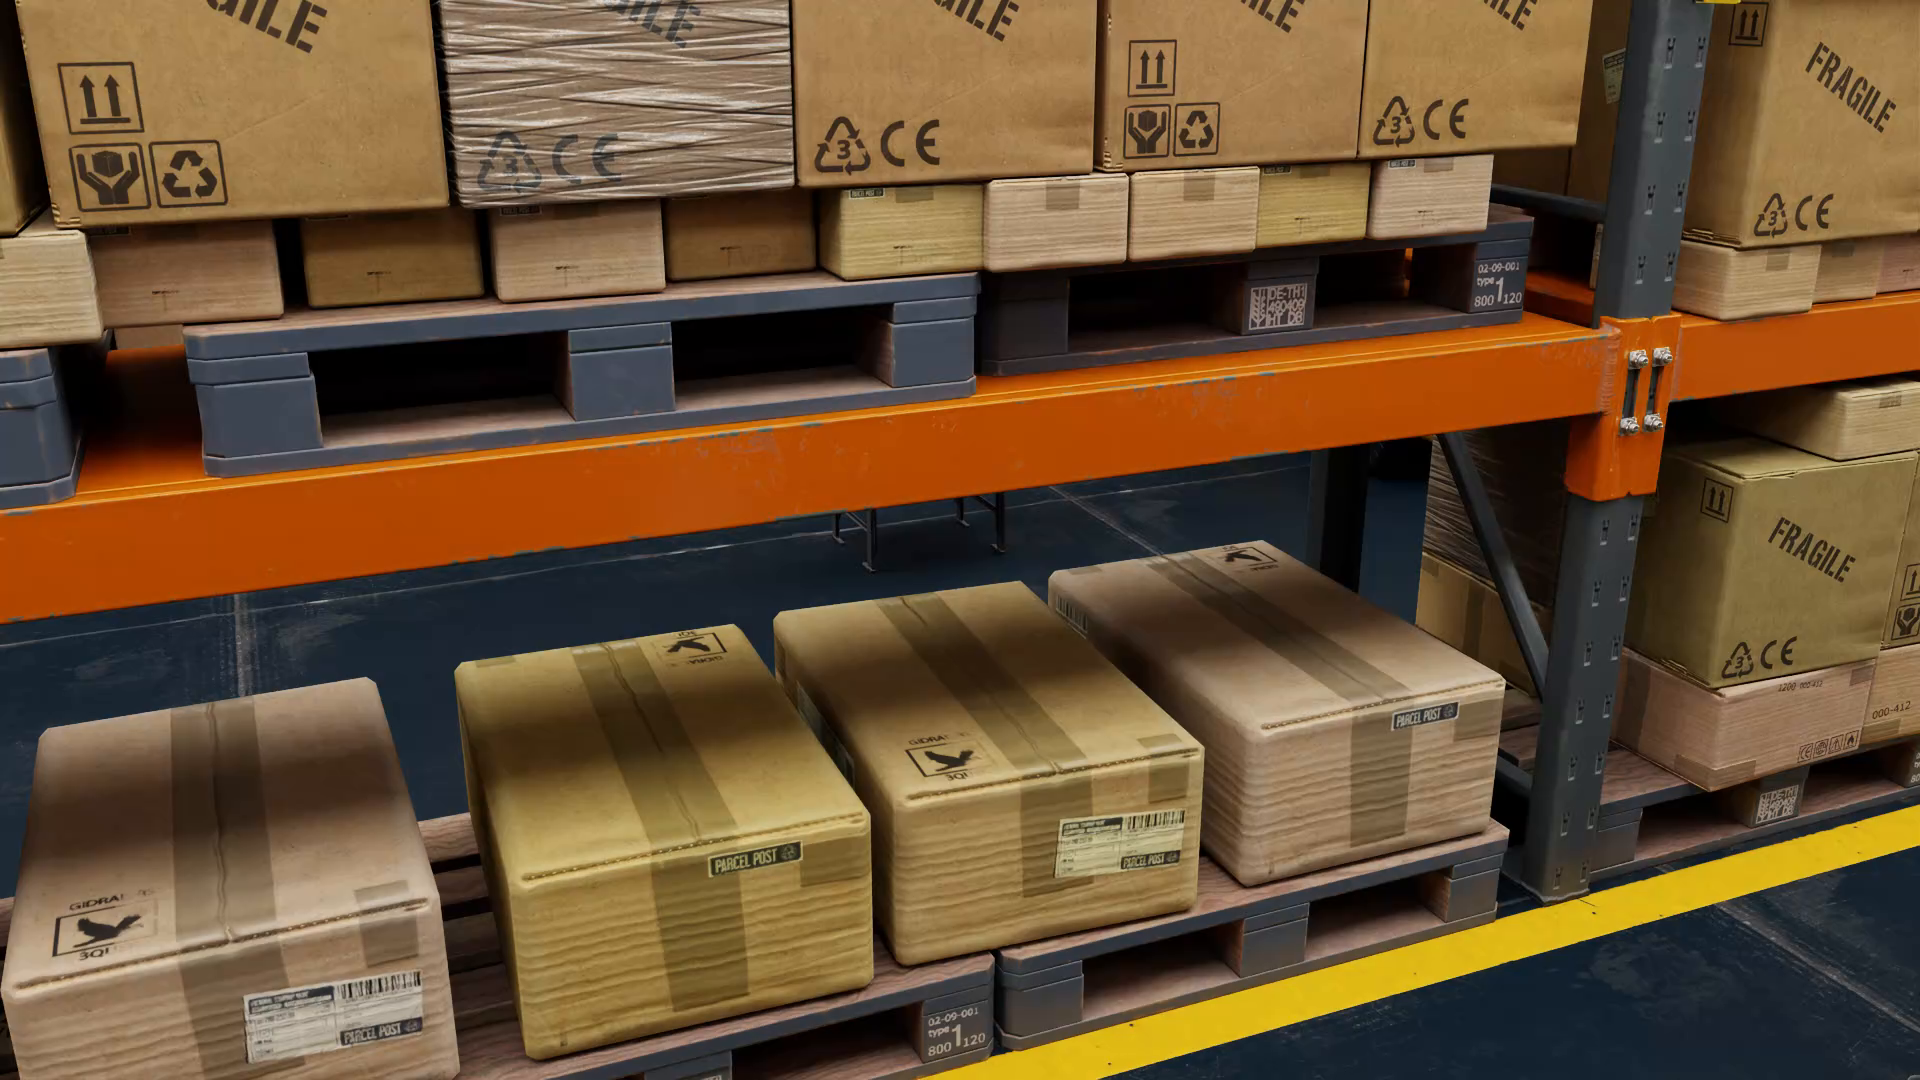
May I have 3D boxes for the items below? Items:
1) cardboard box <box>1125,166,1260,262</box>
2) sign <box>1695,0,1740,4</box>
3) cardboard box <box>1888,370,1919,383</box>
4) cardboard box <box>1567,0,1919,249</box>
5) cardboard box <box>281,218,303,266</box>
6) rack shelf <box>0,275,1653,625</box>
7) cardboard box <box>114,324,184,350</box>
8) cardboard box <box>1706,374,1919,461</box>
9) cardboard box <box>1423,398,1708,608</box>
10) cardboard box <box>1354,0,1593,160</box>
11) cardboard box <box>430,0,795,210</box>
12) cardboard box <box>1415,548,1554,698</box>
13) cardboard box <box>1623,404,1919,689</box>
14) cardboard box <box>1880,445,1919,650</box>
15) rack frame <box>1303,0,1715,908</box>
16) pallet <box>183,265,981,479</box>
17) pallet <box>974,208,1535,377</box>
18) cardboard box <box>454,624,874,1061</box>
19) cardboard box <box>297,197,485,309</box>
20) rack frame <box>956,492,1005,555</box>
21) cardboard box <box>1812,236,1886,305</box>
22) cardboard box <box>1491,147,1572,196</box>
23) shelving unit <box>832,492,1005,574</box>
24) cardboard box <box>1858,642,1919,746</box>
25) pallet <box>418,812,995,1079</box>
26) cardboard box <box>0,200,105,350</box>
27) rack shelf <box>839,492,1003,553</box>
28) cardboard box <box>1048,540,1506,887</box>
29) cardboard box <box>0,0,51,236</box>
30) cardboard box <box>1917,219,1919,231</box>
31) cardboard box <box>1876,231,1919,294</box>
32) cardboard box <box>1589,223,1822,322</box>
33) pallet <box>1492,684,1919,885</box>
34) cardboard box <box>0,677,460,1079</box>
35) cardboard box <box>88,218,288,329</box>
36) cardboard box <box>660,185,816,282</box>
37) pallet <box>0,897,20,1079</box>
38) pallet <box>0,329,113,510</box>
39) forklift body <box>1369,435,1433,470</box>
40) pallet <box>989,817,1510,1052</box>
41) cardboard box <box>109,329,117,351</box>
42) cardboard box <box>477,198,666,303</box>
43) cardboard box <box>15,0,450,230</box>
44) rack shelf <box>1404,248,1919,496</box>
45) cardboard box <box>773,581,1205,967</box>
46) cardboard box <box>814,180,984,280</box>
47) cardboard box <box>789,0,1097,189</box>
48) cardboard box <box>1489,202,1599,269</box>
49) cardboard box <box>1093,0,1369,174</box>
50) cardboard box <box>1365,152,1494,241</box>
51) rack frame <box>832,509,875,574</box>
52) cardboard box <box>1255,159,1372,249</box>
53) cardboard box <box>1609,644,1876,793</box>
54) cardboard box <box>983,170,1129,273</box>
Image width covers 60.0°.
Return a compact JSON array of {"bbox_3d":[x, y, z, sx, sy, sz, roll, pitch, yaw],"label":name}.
[{"bbox_3d":[0.326,-0.611,2.987,0.250,0.149,0.380,-9,21,-23],"label":"cardboard box"},{"bbox_3d":[1.384,-1.135,2.985,0.005,0.325,0.100,-8,21,-22],"label":"sign"},{"bbox_3d":[2.419,-0.380,3.987,0.250,0.149,0.380,-7,21,-20],"label":"cardboard box"},{"bbox_3d":[1.675,-0.918,3.514,0.500,0.500,0.500,-8,21,-22],"label":"cardboard box"},{"bbox_3d":[-1.111,-0.596,2.943,0.250,0.149,0.380,-8,21,-22],"label":"cardboard box"},{"bbox_3d":[-0.676,-0.155,3.029,4.000,0.370,1.077,-8,21,-22],"label":"rack shelf"},{"bbox_3d":[-3.307,-0.989,7.257,0.625,0.625,0.875,-7,21,-20],"label":"cardboard box"},{"bbox_3d":[1.948,-0.312,3.793,0.250,0.149,0.380,-8,21,-21],"label":"cardboard box"},{"bbox_3d":[1.598,-0.172,4.373,0.500,0.500,0.500,-8,21,-23],"label":"cardboard box"},{"bbox_3d":[0.827,-1.012,3.150,0.500,0.500,0.500,-9,21,-23],"label":"cardboard box"},{"bbox_3d":[-0.584,-0.812,2.580,0.500,0.500,0.500,-9,21,-24],"label":"cardboard box"},{"bbox_3d":[1.597,0.182,4.498,0.500,0.250,0.500,-7,21,-19],"label":"cardboard box"},{"bbox_3d":[1.809,-0.008,3.906,0.500,0.500,0.500,-7,21,-19],"label":"cardboard box"},{"bbox_3d":[2.296,-0.082,4.116,0.500,0.500,0.500,-7,21,-20],"label":"cardboard box"},{"bbox_3d":[1.161,-0.758,3.657,0.127,3.000,1.000,-8,21,-22],"label":"rack frame"},{"bbox_3d":[-0.711,-0.414,2.969,1.213,0.211,1.003,-8,21,-22],"label":"pallet"},{"bbox_3d":[0.401,-0.611,3.529,1.213,0.211,1.003,-8,21,-22],"label":"pallet"},{"bbox_3d":[-0.617,0.541,3.293,0.625,0.372,0.950,-7,21,-20],"label":"cardboard box"},{"bbox_3d":[-0.903,-0.480,2.616,0.250,0.149,0.380,-7,21,-20],"label":"cardboard box"},{"bbox_3d":[0.072,-1.001,5.703,0.015,2.100,0.400,-8,21,-22],"label":"rack frame"},{"bbox_3d":[1.788,-0.632,3.678,0.250,0.149,0.380,-8,21,-20],"label":"cardboard box"},{"bbox_3d":[1.470,-1.079,3.972,0.500,0.500,0.500,-9,21,-23],"label":"cardboard box"},{"bbox_3d":[-0.152,-0.969,5.611,0.503,2.100,0.431,-8,21,-22],"label":"shelving unit"},{"bbox_3d":[2.295,0.272,4.240,0.500,0.250,0.500,-7,21,-19],"label":"cardboard box"},{"bbox_3d":[-0.676,0.822,3.369,1.213,0.211,1.003,-8,21,-22],"label":"pallet"},{"bbox_3d":[-1.337,-0.376,2.319,0.250,0.149,0.380,-8,21,-22],"label":"cardboard box"},{"bbox_3d":[-0.152,-0.295,5.848,0.480,0.518,0.431,-8,21,-22],"label":"rack shelf"},{"bbox_3d":[0.680,0.354,3.826,0.625,0.372,0.950,-8,21,-21],"label":"cardboard box"},{"bbox_3d":[-1.532,-0.676,2.195,0.500,0.500,0.500,-7,21,-19],"label":"cardboard box"},{"bbox_3d":[2.127,-0.991,3.722,0.500,0.500,0.500,-8,21,-22],"label":"cardboard box"},{"bbox_3d":[2.020,-0.676,3.804,0.250,0.149,0.380,-8,21,-22],"label":"cardboard box"},{"bbox_3d":[1.577,-0.583,3.539,0.250,0.149,0.380,-8,21,-22],"label":"cardboard box"},{"bbox_3d":[1.763,0.459,4.402,1.213,0.211,1.003,-8,21,-22],"label":"pallet"},{"bbox_3d":[-1.315,0.639,3.014,0.625,0.372,0.950,-9,21,-23],"label":"cardboard box"},{"bbox_3d":[-1.147,-0.431,2.476,0.250,0.149,0.380,-7,21,-19],"label":"cardboard box"},{"bbox_3d":[-0.428,-0.552,2.820,0.250,0.149,0.380,-9,21,-24],"label":"cardboard box"},{"bbox_3d":[-1.794,0.982,2.916,1.213,0.211,1.003,-8,21,-22],"label":"pallet"},{"bbox_3d":[-1.900,-0.267,2.553,1.003,0.211,1.213,-8,21,-22],"label":"pallet"},{"bbox_3d":[1.845,-1.591,7.302,1.214,2.155,2.313,-8,21,-22],"label":"forklift body"},{"bbox_3d":[0.446,0.661,3.828,1.213,0.211,1.003,-8,21,-22],"label":"pallet"},{"bbox_3d":[-3.904,-0.900,7.006,0.625,0.625,0.875,-7,21,-20],"label":"cardboard box"},{"bbox_3d":[-0.637,-0.495,2.657,0.250,0.149,0.380,-7,21,-20],"label":"cardboard box"},{"bbox_3d":[-1.047,-0.748,2.400,0.500,0.500,0.500,-8,21,-21],"label":"cardboard box"},{"bbox_3d":[2.997,-0.681,4.524,4.000,0.370,1.077,-8,21,-22],"label":"rack shelf"},{"bbox_3d":[0.021,0.449,3.554,0.625,0.372,0.950,-7,21,-19],"label":"cardboard box"},{"bbox_3d":[-0.145,-0.555,2.829,0.250,0.149,0.380,-8,21,-22],"label":"cardboard box"},{"bbox_3d":[-0.104,-0.881,2.776,0.500,0.500,0.500,-7,21,-20],"label":"cardboard box"},{"bbox_3d":[1.335,-0.774,4.083,0.250,0.149,0.380,-8,21,-22],"label":"cardboard box"},{"bbox_3d":[0.373,-0.947,2.964,0.500,0.500,0.500,-8,21,-22],"label":"cardboard box"},{"bbox_3d":[0.798,-0.685,3.198,0.250,0.149,0.380,-8,21,-21],"label":"cardboard box"},{"bbox_3d":[-0.376,-0.937,5.520,0.015,2.100,0.400,-8,21,-22],"label":"rack frame"},{"bbox_3d":[0.548,-0.656,3.114,0.250,0.149,0.380,-9,21,-24],"label":"cardboard box"},{"bbox_3d":[1.809,0.346,4.031,0.500,0.250,0.500,-9,21,-24],"label":"cardboard box"},{"bbox_3d":[0.093,-0.577,2.889,0.250,0.149,0.380,-8,21,-21],"label":"cardboard box"}]
